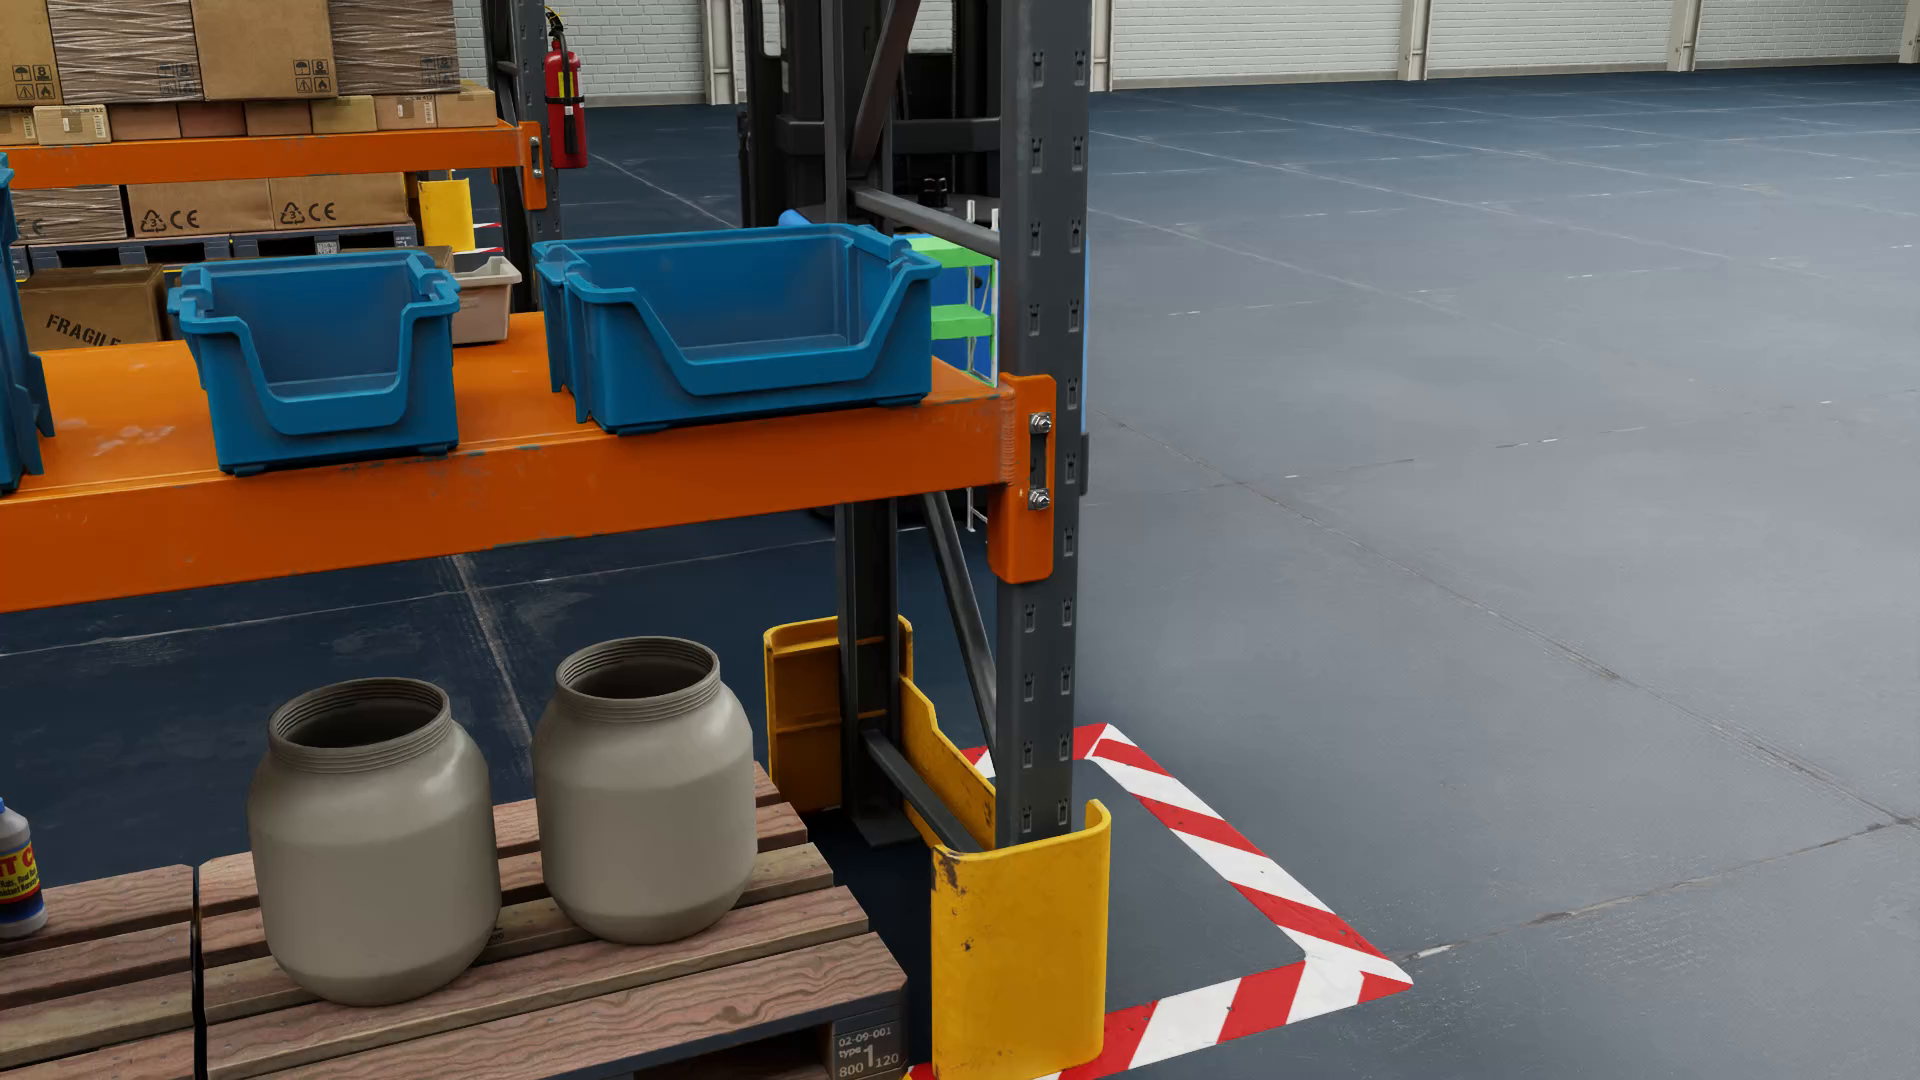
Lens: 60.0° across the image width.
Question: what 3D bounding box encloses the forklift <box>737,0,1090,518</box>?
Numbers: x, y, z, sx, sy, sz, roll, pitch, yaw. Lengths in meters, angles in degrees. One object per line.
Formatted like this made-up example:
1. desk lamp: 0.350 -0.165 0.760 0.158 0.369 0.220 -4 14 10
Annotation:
1. forklift: -0.397 -1.916 7.052 1.130 2.935 3.031 -5 20 -14

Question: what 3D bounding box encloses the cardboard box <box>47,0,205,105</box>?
1. cardboard box: -3.405 -2.081 6.817 0.500 0.500 0.875 -8 21 -22

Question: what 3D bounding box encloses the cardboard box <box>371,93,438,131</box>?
1. cardboard box: -2.411 -1.861 7.168 0.250 0.149 0.380 -8 21 -22

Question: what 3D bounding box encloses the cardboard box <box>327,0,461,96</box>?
1. cardboard box: -2.517 -2.236 7.257 0.500 0.500 0.875 -8 21 -22

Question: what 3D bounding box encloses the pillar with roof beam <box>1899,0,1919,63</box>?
1. pillar with roof beam: 20.359 -12.294 27.389 0.400 9.000 9.100 -8 21 -22

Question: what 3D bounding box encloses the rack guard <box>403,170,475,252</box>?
1. rack guard: -3.851 -2.462 12.262 0.348 0.500 1.175 -8 21 -22

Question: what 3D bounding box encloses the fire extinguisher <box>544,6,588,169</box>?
1. fire extinguisher: -1.713 -1.950 7.161 0.183 0.674 0.296 -8 21 -22

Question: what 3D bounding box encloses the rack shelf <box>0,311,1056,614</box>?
1. rack shelf: -1.876 0.000 2.587 4.000 0.370 1.077 -8 21 -22

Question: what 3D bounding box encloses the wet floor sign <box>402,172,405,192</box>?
1. wet floor sign: -4.631 -3.135 13.955 0.232 0.644 0.267 -12 23 -31

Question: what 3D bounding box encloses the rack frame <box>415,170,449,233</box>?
1. rack frame: -3.873 -3.638 11.838 0.127 3.000 1.000 -8 21 -22

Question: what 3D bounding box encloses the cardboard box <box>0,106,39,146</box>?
1. cardboard box: -3.774 -1.652 6.577 0.250 0.149 0.380 -8 21 -22

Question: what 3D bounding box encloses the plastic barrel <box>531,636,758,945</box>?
1. plastic barrel: -0.613 0.483 3.246 0.421 0.512 0.421 0 19 0

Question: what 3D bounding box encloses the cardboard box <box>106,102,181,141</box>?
1. cardboard box: -3.322 -1.724 6.780 0.250 0.149 0.380 -8 21 -22

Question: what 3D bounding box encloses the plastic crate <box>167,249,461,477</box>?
1. plastic crate: -0.979 -0.291 2.556 0.408 0.251 0.499 -8 21 -22

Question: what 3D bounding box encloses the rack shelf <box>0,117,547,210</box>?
1. rack shelf: -3.837 -1.510 6.877 4.000 0.370 1.077 -8 21 -22

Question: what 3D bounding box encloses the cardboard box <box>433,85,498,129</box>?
1. cardboard box: -2.181 -1.893 7.261 0.250 0.149 0.380 -8 21 -22

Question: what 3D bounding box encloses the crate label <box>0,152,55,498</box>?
1. crate label: -1.622 -0.294 2.287 0.616 0.435 0.502 -8 21 -22

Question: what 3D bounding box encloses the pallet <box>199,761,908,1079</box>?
1. pallet: -0.838 0.843 3.310 1.213 0.211 1.003 -8 21 -22

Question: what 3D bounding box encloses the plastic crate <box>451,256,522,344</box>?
1. plastic crate: -0.988 -0.458 3.203 0.250 0.136 0.298 -8 21 -22

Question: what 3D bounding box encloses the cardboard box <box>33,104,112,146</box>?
1. cardboard box: -3.517 -1.664 6.610 0.250 0.149 0.380 -8 21 -22

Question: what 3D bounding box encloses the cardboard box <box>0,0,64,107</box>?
1. cardboard box: -3.868 -2.019 6.640 0.500 0.500 0.875 -8 21 -22

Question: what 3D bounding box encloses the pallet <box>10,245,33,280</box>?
1. pallet: -6.817 -1.873 11.023 1.213 0.211 1.003 -8 21 -22

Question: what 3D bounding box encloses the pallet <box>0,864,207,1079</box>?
1. pallet: -1.957 1.002 2.858 1.213 0.211 1.003 -8 21 -22

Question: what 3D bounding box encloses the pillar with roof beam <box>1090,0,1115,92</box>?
1. pillar with roof beam: 3.831 -9.926 20.664 0.400 9.000 9.100 -8 21 -22

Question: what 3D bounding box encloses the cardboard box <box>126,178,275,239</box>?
1. cardboard box: -5.276 -2.608 11.480 0.875 0.875 0.875 -9 21 -23

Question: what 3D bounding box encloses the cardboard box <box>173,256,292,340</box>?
1. cardboard box: -3.116 -0.965 7.378 0.500 0.500 0.500 -3 20 -8

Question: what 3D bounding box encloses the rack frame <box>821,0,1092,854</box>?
1. rack frame: -0.039 -0.602 3.215 0.127 3.000 1.000 -8 21 -22

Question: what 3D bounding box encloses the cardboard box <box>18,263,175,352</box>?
1. cardboard box: -3.699 -0.889 7.161 0.500 0.500 0.500 -6 20 -17

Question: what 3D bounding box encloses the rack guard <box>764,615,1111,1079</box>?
1. rack guard: -0.090 0.601 3.561 0.348 0.500 1.175 -8 21 -22

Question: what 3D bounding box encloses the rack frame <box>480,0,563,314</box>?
1. rack frame: -2.001 -2.112 7.505 0.127 3.000 1.000 -8 21 -22

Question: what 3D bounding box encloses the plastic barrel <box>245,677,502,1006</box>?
1. plastic barrel: -1.073 0.549 3.059 0.421 0.512 0.421 0 19 0

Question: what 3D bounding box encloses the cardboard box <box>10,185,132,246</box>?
1. cardboard box: -6.114 -2.489 11.141 0.875 0.875 0.875 -8 21 -22

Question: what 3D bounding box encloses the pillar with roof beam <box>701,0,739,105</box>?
1. pillar with roof beam: -1.678 -9.137 18.423 0.400 9.000 9.100 -8 21 -22

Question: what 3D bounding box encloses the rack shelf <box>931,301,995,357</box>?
1. rack shelf: -0.149 -0.707 5.694 0.480 0.148 0.258 -7 21 -20

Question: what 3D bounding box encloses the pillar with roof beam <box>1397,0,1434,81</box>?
1. pillar with roof beam: 9.341 -10.716 22.906 0.400 9.000 9.100 -8 21 -22

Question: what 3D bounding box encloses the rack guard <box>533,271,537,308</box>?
1. rack guard: -2.071 -0.923 7.892 0.348 0.500 1.175 -8 21 -22

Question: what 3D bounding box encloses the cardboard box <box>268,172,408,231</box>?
1. cardboard box: -4.469 -2.725 11.811 0.875 0.875 0.875 -8 21 -22

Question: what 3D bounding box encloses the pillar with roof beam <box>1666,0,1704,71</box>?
1. pillar with roof beam: 14.850 -11.505 25.148 0.400 9.000 9.100 -8 21 -22

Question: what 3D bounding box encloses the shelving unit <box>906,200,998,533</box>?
1. shelving unit: -0.149 -0.541 5.752 0.503 1.200 0.258 -7 21 -20

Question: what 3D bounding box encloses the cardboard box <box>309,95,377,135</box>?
1. cardboard box: -2.620 -1.812 7.030 0.250 0.149 0.380 -8 21 -22

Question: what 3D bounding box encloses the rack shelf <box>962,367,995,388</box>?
1. rack shelf: -0.149 -0.481 5.773 0.480 0.148 0.258 -7 21 -20

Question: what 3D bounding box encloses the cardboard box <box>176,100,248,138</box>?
1. cardboard box: -3.102 -1.764 6.893 0.250 0.149 0.380 -8 21 -22

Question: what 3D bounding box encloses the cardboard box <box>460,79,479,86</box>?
1. cardboard box: -2.357 -2.029 7.646 0.250 0.149 0.380 -8 21 -22

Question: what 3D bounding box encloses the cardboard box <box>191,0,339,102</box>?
1. cardboard box: -2.929 -2.133 6.966 0.500 0.500 0.875 -8 21 -22

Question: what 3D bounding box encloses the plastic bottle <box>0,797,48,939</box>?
1. plastic bottle: -1.827 0.621 3.188 0.097 0.271 0.097 0 19 0

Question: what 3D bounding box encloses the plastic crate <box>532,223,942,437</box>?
1. plastic crate: -0.380 -0.375 2.794 0.616 0.251 0.499 -8 21 -22

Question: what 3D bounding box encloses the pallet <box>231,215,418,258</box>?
1. pallet: -4.576 -2.194 11.935 1.213 0.211 1.003 -8 21 -22

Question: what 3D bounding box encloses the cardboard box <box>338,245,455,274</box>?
1. cardboard box: -2.581 -1.054 7.631 0.500 0.500 0.500 -4 20 -12

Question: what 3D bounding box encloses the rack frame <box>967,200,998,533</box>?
1. rack frame: 0.078 -0.571 5.836 0.015 1.200 0.240 -7 21 -20

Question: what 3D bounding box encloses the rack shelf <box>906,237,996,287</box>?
1. rack shelf: -0.149 -0.934 5.614 0.480 0.148 0.258 -7 21 -20

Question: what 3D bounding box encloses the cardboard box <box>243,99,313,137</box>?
1. cardboard box: -2.856 -1.784 6.950 0.250 0.149 0.380 -8 21 -22

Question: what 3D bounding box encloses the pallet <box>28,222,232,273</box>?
1. pallet: -5.695 -2.035 11.483 1.213 0.211 1.003 -8 21 -22
